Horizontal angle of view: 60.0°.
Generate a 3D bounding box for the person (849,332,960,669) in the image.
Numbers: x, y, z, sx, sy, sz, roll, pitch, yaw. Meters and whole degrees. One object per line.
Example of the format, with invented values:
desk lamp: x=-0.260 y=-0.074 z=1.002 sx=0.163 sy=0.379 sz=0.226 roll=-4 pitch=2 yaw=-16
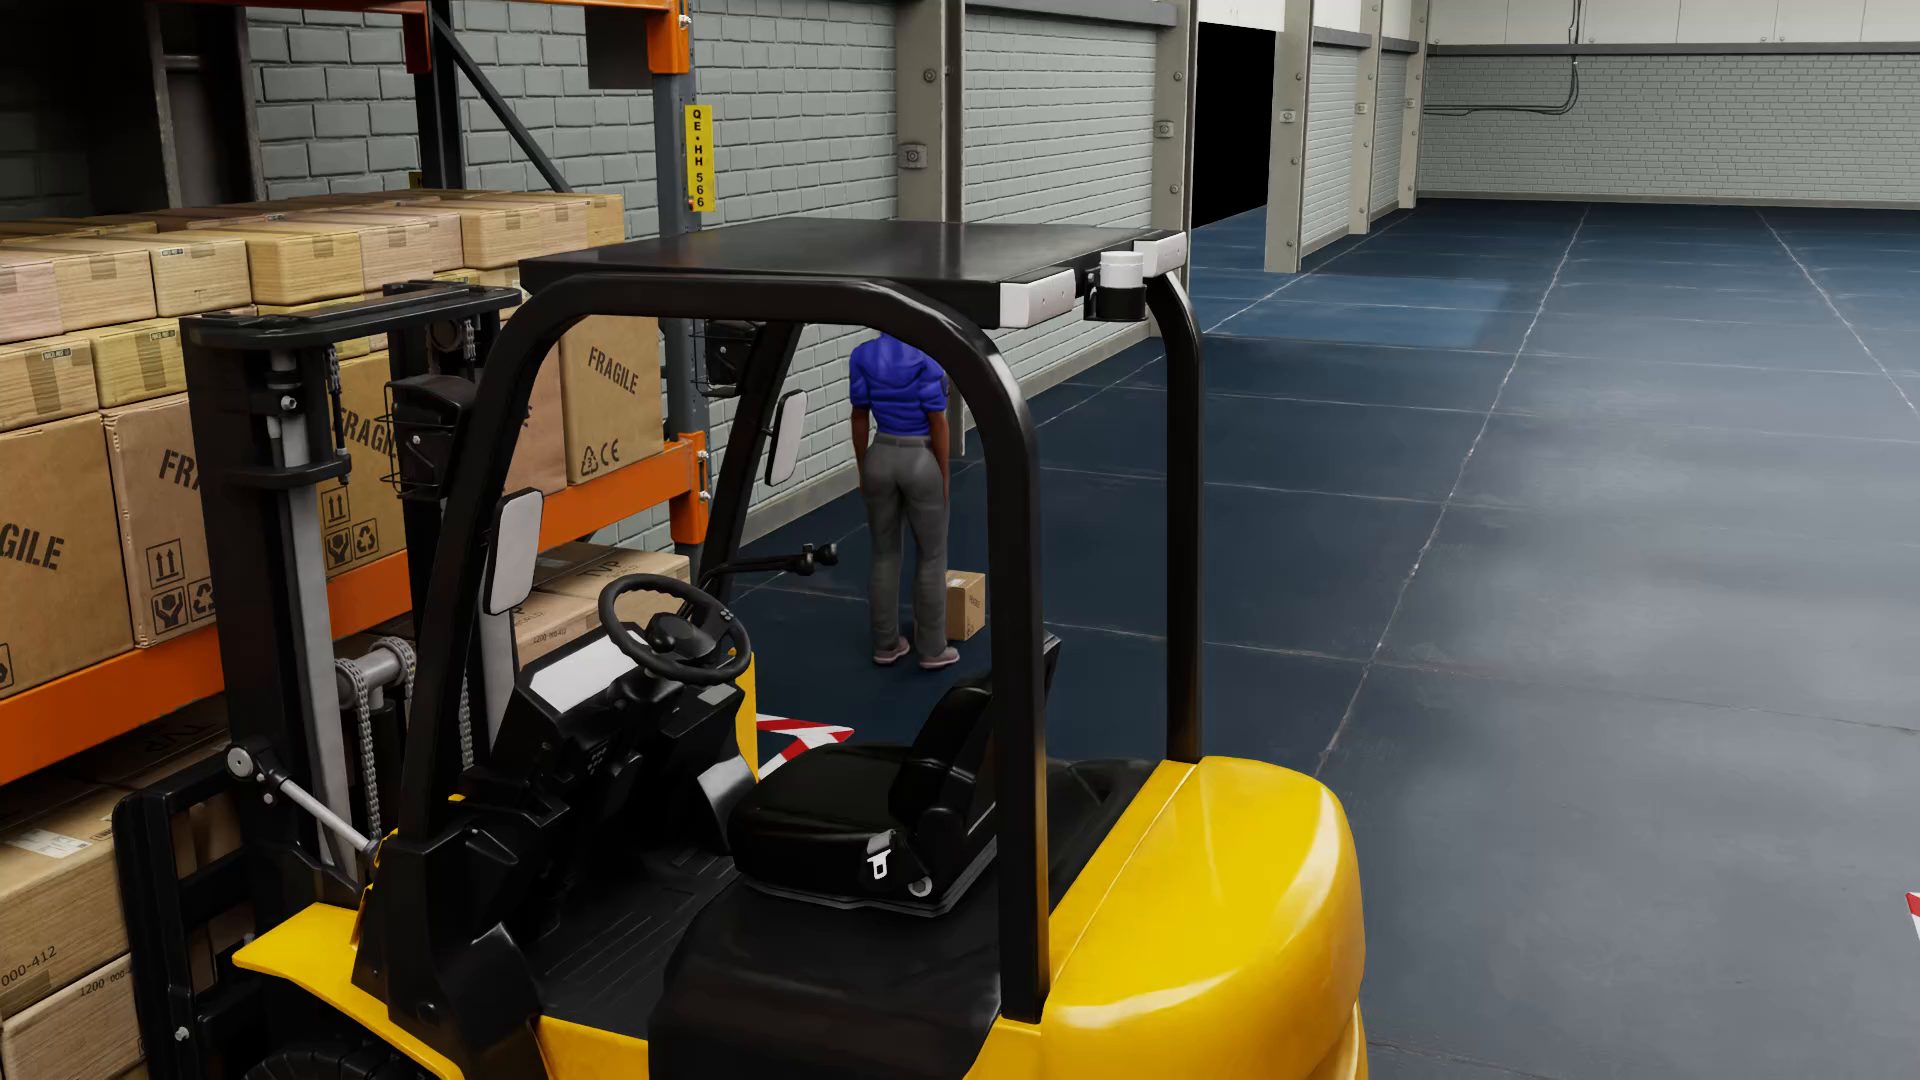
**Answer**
person: x=-0.230 y=-0.271 z=7.001 sx=0.448 sy=1.678 sz=0.355 roll=6 pitch=17 yaw=22
